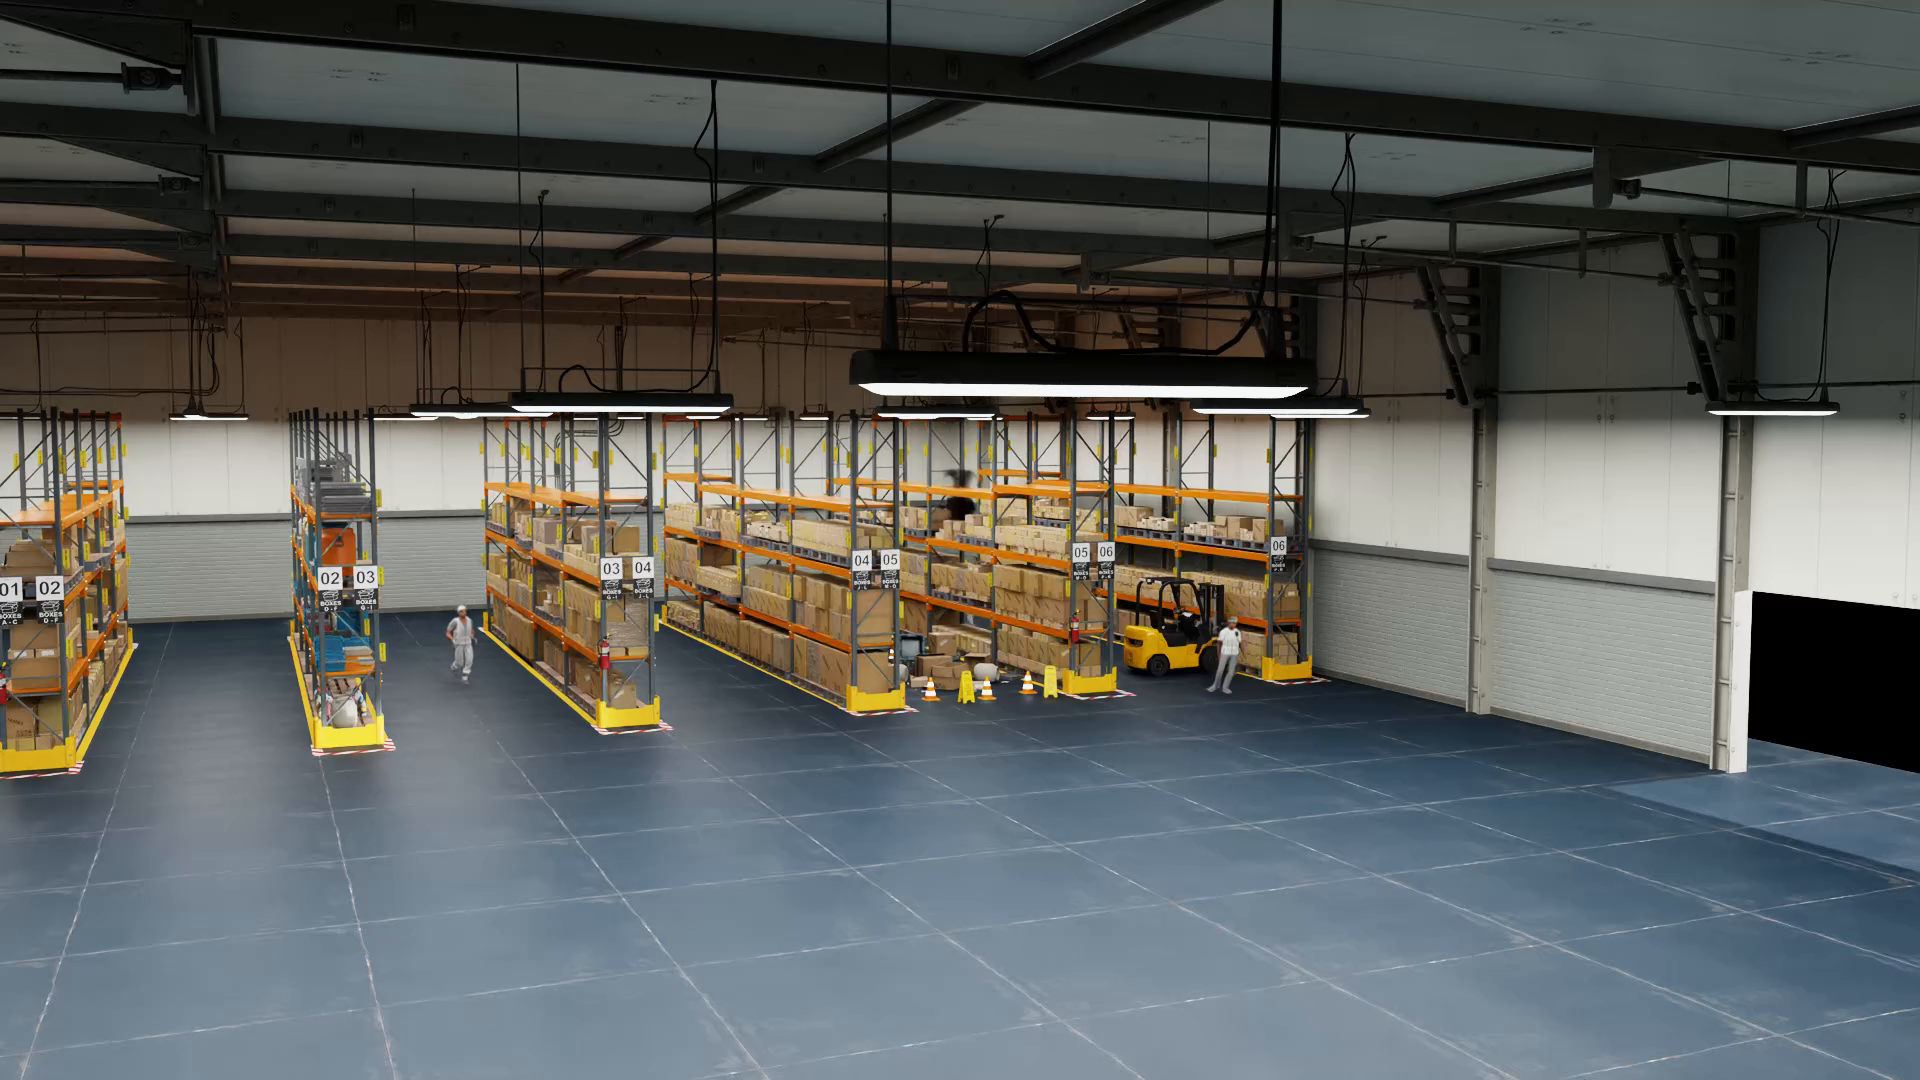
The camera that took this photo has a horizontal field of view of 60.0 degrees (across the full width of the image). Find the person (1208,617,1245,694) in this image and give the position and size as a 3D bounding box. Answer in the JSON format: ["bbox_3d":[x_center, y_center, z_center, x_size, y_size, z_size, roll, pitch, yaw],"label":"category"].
[{"bbox_3d":[5.644,2.442,35.173,0.707,1.651,0.580,-1,4,-13],"label":"person"}]

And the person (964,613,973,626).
[{"bbox_3d":[0.049,1.574,46.841,0.687,1.729,0.910,-3,5,-41],"label":"person"}]

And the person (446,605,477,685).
[{"bbox_3d":[-10.974,2.299,36.585,0.665,1.740,0.751,-3,5,-41],"label":"person"}]
